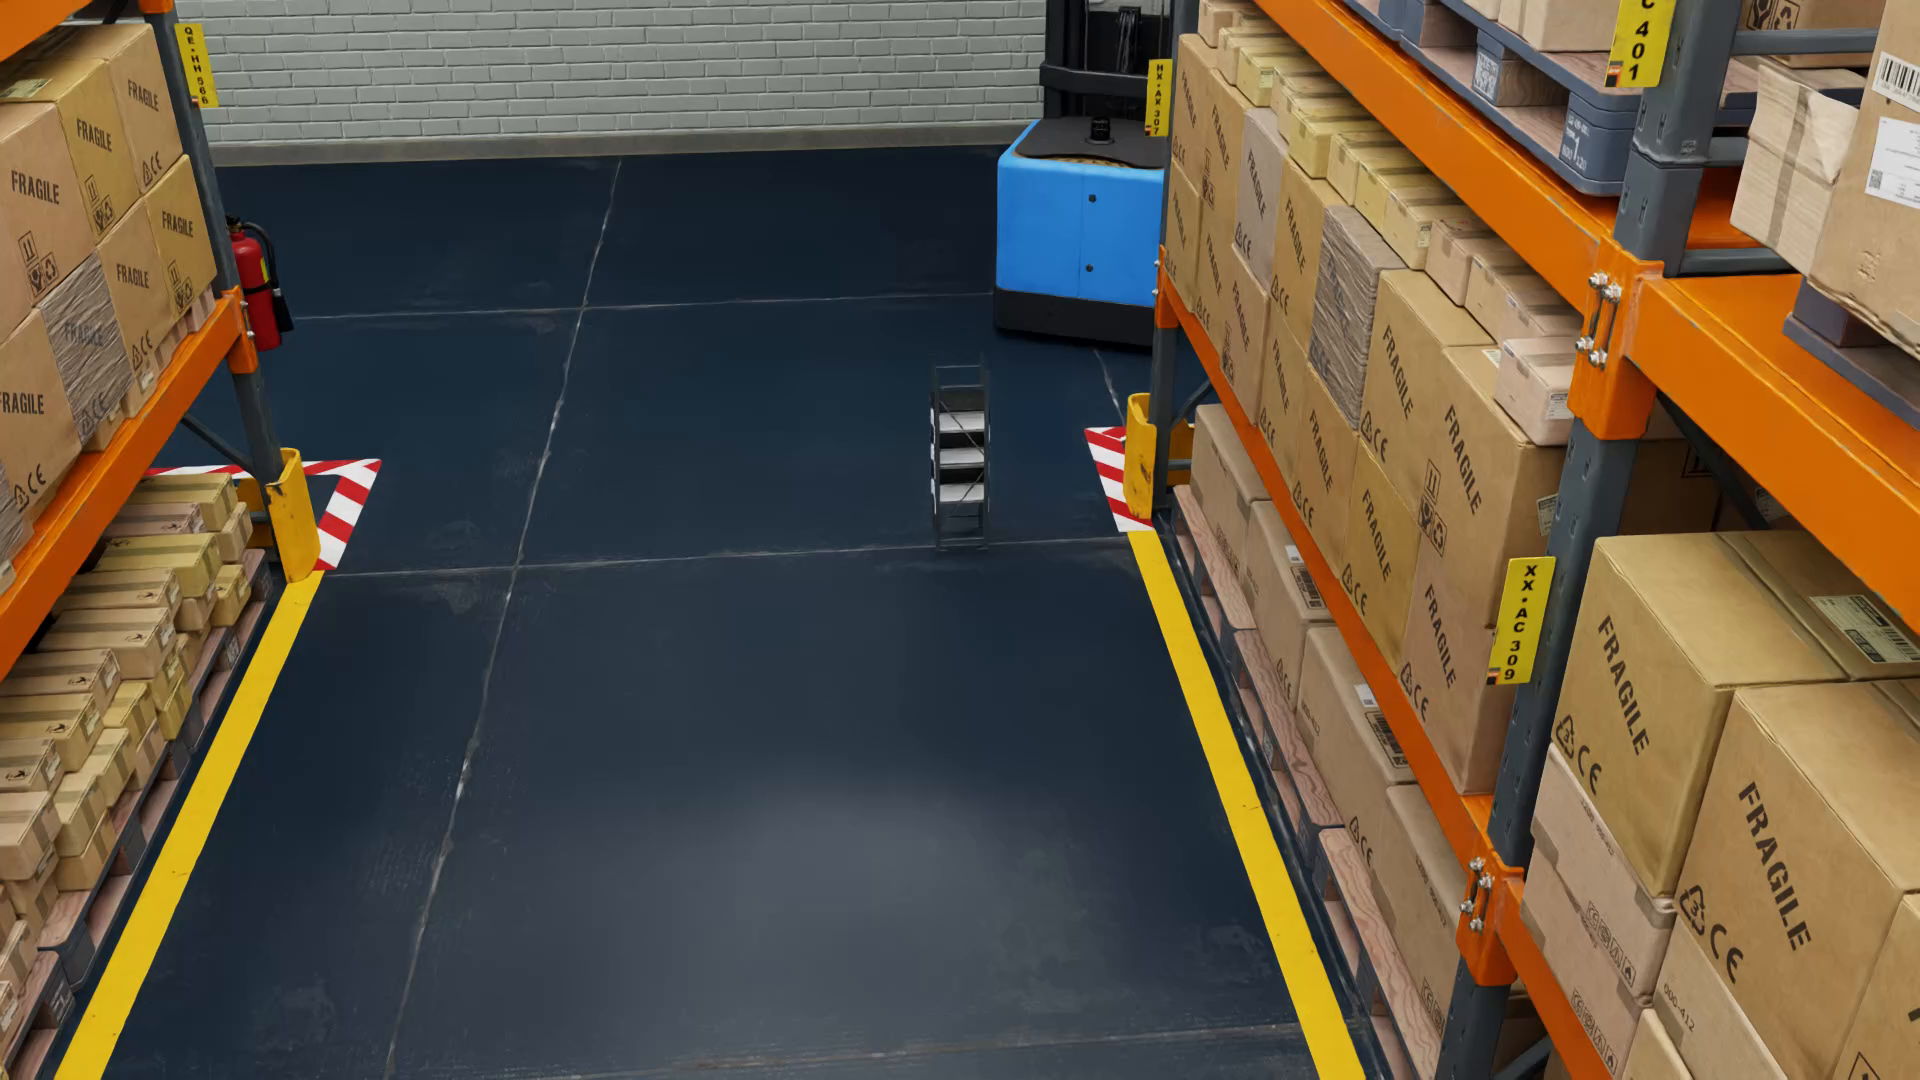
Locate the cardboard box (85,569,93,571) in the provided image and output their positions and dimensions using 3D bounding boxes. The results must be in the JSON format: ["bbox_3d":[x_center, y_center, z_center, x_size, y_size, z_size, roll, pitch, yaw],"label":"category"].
[{"bbox_3d":[-3.796,0.129,6.979,0.380,0.149,0.250,-2,31,-4],"label":"cardboard box"}]

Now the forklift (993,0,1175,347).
[{"bbox_3d":[1.119,-3.102,10.084,1.130,2.935,3.031,9,32,15],"label":"forklift"}]

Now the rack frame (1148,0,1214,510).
[{"bbox_3d":[1.393,-1.486,7.313,1.000,3.000,0.127,-3,31,-5],"label":"rack frame"}]

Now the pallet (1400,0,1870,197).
[{"bbox_3d":[1.700,-1.112,3.847,1.003,0.211,1.213,-3,31,-5],"label":"pallet"}]

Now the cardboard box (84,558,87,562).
[{"bbox_3d":[-3.670,0.010,6.599,0.380,0.149,0.250,-2,31,-4],"label":"cardboard box"}]

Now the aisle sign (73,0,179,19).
[{"bbox_3d":[-3.234,-2.365,6.249,0.394,0.787,0.004,-3,31,-5],"label":"aisle sign"}]

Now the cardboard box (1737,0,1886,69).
[{"bbox_3d":[1.921,-1.308,3.485,0.500,0.500,0.500,-2,31,-4],"label":"cardboard box"}]

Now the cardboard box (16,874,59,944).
[{"bbox_3d":[-3.100,1.164,5.246,0.380,0.149,0.250,-4,31,-7],"label":"cardboard box"}]

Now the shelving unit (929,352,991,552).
[{"bbox_3d":[-0.001,-0.390,7.526,0.258,0.900,0.210,-3,31,-5],"label":"shelving unit"}]

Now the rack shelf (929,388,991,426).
[{"bbox_3d":[-0.001,-0.594,7.405,0.258,0.077,0.200,-3,31,-5],"label":"rack shelf"}]

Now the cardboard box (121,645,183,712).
[{"bbox_3d":[-3.081,0.504,6.062,0.380,0.149,0.250,-2,31,-4],"label":"cardboard box"}]

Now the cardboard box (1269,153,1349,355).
[{"bbox_3d":[1.313,-0.919,5.291,0.500,0.500,0.500,-3,31,-4],"label":"cardboard box"}]

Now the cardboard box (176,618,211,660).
[{"bbox_3d":[-3.206,0.371,6.575,0.380,0.149,0.250,-3,31,-5],"label":"cardboard box"}]

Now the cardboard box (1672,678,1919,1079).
[{"bbox_3d":[1.596,0.581,2.780,0.500,0.500,0.500,-3,31,-5],"label":"cardboard box"}]

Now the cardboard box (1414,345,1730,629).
[{"bbox_3d":[1.447,-0.144,3.993,0.500,0.500,0.500,-3,31,-5],"label":"cardboard box"}]

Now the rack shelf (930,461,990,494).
[{"bbox_3d":[-0.001,-0.285,7.589,0.258,0.077,0.200,-3,31,-5],"label":"rack shelf"}]

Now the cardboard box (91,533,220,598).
[{"bbox_3d":[-3.107,0.106,6.437,0.380,0.149,0.250,-3,31,-6],"label":"cardboard box"}]

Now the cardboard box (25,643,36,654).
[{"bbox_3d":[-3.745,0.521,6.323,0.380,0.149,0.250,-2,31,-4],"label":"cardboard box"}]

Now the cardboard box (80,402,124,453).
[{"bbox_3d":[-3.148,-0.415,5.765,0.380,0.149,0.250,-4,31,-7],"label":"cardboard box"}]

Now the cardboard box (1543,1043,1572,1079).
[{"bbox_3d":[1.904,1.601,3.807,0.875,0.875,0.875,-2,31,-3],"label":"cardboard box"}]

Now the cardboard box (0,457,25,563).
[{"bbox_3d":[-3.012,-0.102,4.608,0.500,0.500,0.500,-3,31,-6],"label":"cardboard box"}]

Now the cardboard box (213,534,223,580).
[{"bbox_3d":[-3.222,0.111,6.720,0.380,0.149,0.250,-3,31,-6],"label":"cardboard box"}]

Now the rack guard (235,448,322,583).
[{"bbox_3d":[-3.519,-0.085,7.405,1.175,0.500,0.348,-3,31,-5],"label":"rack guard"}]

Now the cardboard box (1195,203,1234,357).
[{"bbox_3d":[1.227,-1.013,6.424,0.500,0.500,0.500,-3,31,-5],"label":"cardboard box"}]

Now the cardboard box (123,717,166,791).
[{"bbox_3d":[-3.078,0.764,5.917,0.380,0.149,0.250,-2,31,-4],"label":"cardboard box"}]

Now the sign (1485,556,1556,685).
[{"bbox_3d":[1.214,0.178,3.605,0.100,0.325,0.005,-3,31,-5],"label":"sign"}]

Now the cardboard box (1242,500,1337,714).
[{"bbox_3d":[1.648,0.233,6.524,0.875,0.438,0.875,-2,31,-3],"label":"cardboard box"}]

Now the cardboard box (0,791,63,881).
[{"bbox_3d":[-3.007,0.911,5.090,0.380,0.149,0.250,-2,31,-4],"label":"cardboard box"}]

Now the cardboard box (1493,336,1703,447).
[{"bbox_3d":[1.421,-0.336,3.683,0.380,0.149,0.250,-3,31,-6],"label":"cardboard box"}]

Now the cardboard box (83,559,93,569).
[{"bbox_3d":[-3.733,-0.001,6.908,0.380,0.149,0.250,-2,31,-3],"label":"cardboard box"}]

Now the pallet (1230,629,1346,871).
[{"bbox_3d":[1.656,0.737,6.310,1.003,0.211,1.213,-3,31,-5],"label":"pallet"}]

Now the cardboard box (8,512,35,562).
[{"bbox_3d":[-3.096,-0.012,5.090,0.380,0.149,0.250,-2,31,-3],"label":"cardboard box"}]

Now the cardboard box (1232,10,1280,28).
[{"bbox_3d":[1.246,-1.912,6.320,0.380,0.149,0.250,-2,31,-3],"label":"cardboard box"}]

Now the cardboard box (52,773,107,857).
[{"bbox_3d":[-3.025,0.902,5.396,0.380,0.149,0.250,-3,31,-5],"label":"cardboard box"}]

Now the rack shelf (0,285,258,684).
[{"bbox_3d":[-3.339,0.133,5.304,1.077,0.370,4.000,-3,31,-5],"label":"rack shelf"}]

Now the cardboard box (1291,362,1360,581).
[{"bbox_3d":[1.353,-0.230,5.112,0.500,0.500,0.500,-3,31,-5],"label":"cardboard box"}]

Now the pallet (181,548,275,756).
[{"bbox_3d":[-3.478,0.455,6.782,1.003,0.211,1.213,-3,31,-5],"label":"pallet"}]

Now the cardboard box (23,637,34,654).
[{"bbox_3d":[-3.737,0.398,6.239,0.380,0.149,0.250,-2,31,-3],"label":"cardboard box"}]

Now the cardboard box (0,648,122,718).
[{"bbox_3d":[-3.152,0.516,5.752,0.380,0.149,0.250,-4,31,-6],"label":"cardboard box"}]

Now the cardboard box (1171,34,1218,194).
[{"bbox_3d":[1.154,-1.699,6.597,0.500,0.500,0.500,-3,31,-6],"label":"cardboard box"}]

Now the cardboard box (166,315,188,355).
[{"bbox_3d":[-3.228,-0.808,6.422,0.380,0.149,0.250,-3,31,-5],"label":"cardboard box"}]

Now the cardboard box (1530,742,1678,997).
[{"bbox_3d":[1.527,0.644,3.405,0.500,0.250,0.500,-4,31,-6],"label":"cardboard box"}]

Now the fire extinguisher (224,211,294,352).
[{"bbox_3d":[-3.090,-1.155,7.197,0.296,0.674,0.183,-3,31,-5],"label":"fire extinguisher"}]

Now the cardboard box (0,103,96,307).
[{"bbox_3d":[-3.131,-1.052,5.223,0.500,0.500,0.500,-1,31,-2],"label":"cardboard box"}]

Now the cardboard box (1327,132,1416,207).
[{"bbox_3d":[1.326,-1.117,4.990,0.380,0.149,0.250,-3,31,-5],"label":"cardboard box"}]

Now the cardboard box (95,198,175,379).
[{"bbox_3d":[-3.185,-0.888,5.923,0.500,0.500,0.500,-3,31,-5],"label":"cardboard box"}]

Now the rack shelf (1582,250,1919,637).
[{"bbox_3d":[1.953,0.598,1.599,1.077,0.370,4.000,-3,31,-5],"label":"rack shelf"}]

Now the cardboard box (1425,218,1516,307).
[{"bbox_3d":[1.449,-0.732,4.346,0.380,0.149,0.250,-3,31,-5],"label":"cardboard box"}]

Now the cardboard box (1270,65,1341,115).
[{"bbox_3d":[1.275,-1.508,5.645,0.380,0.149,0.250,-2,31,-4],"label":"cardboard box"}]
